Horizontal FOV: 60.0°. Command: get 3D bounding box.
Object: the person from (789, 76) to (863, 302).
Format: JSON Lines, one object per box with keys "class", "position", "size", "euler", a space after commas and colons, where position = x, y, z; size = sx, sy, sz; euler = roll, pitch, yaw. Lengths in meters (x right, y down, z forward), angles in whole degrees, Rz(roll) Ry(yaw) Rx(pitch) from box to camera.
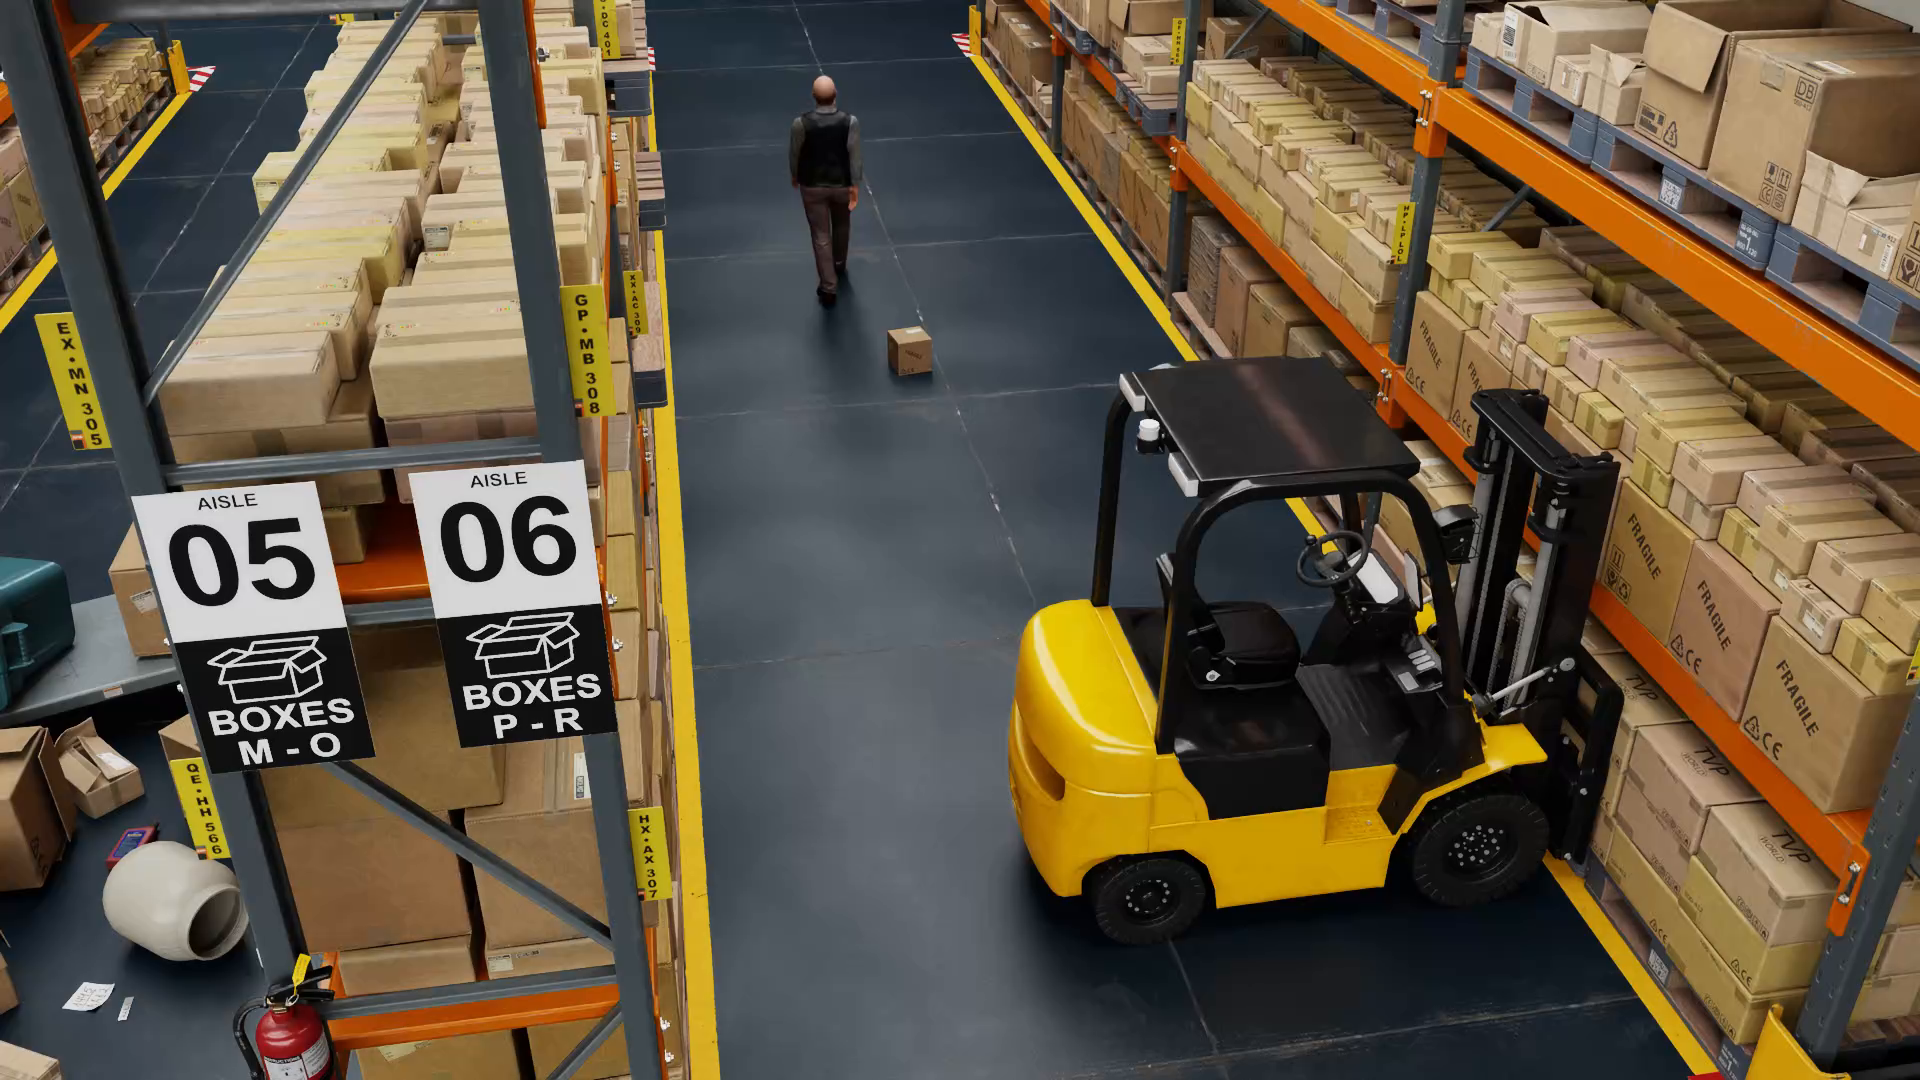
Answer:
{"class": "person", "position": [-1.054, -2.791, 12.880], "size": [0.543, 1.665, 0.993], "euler": [-7, 31, -12]}
